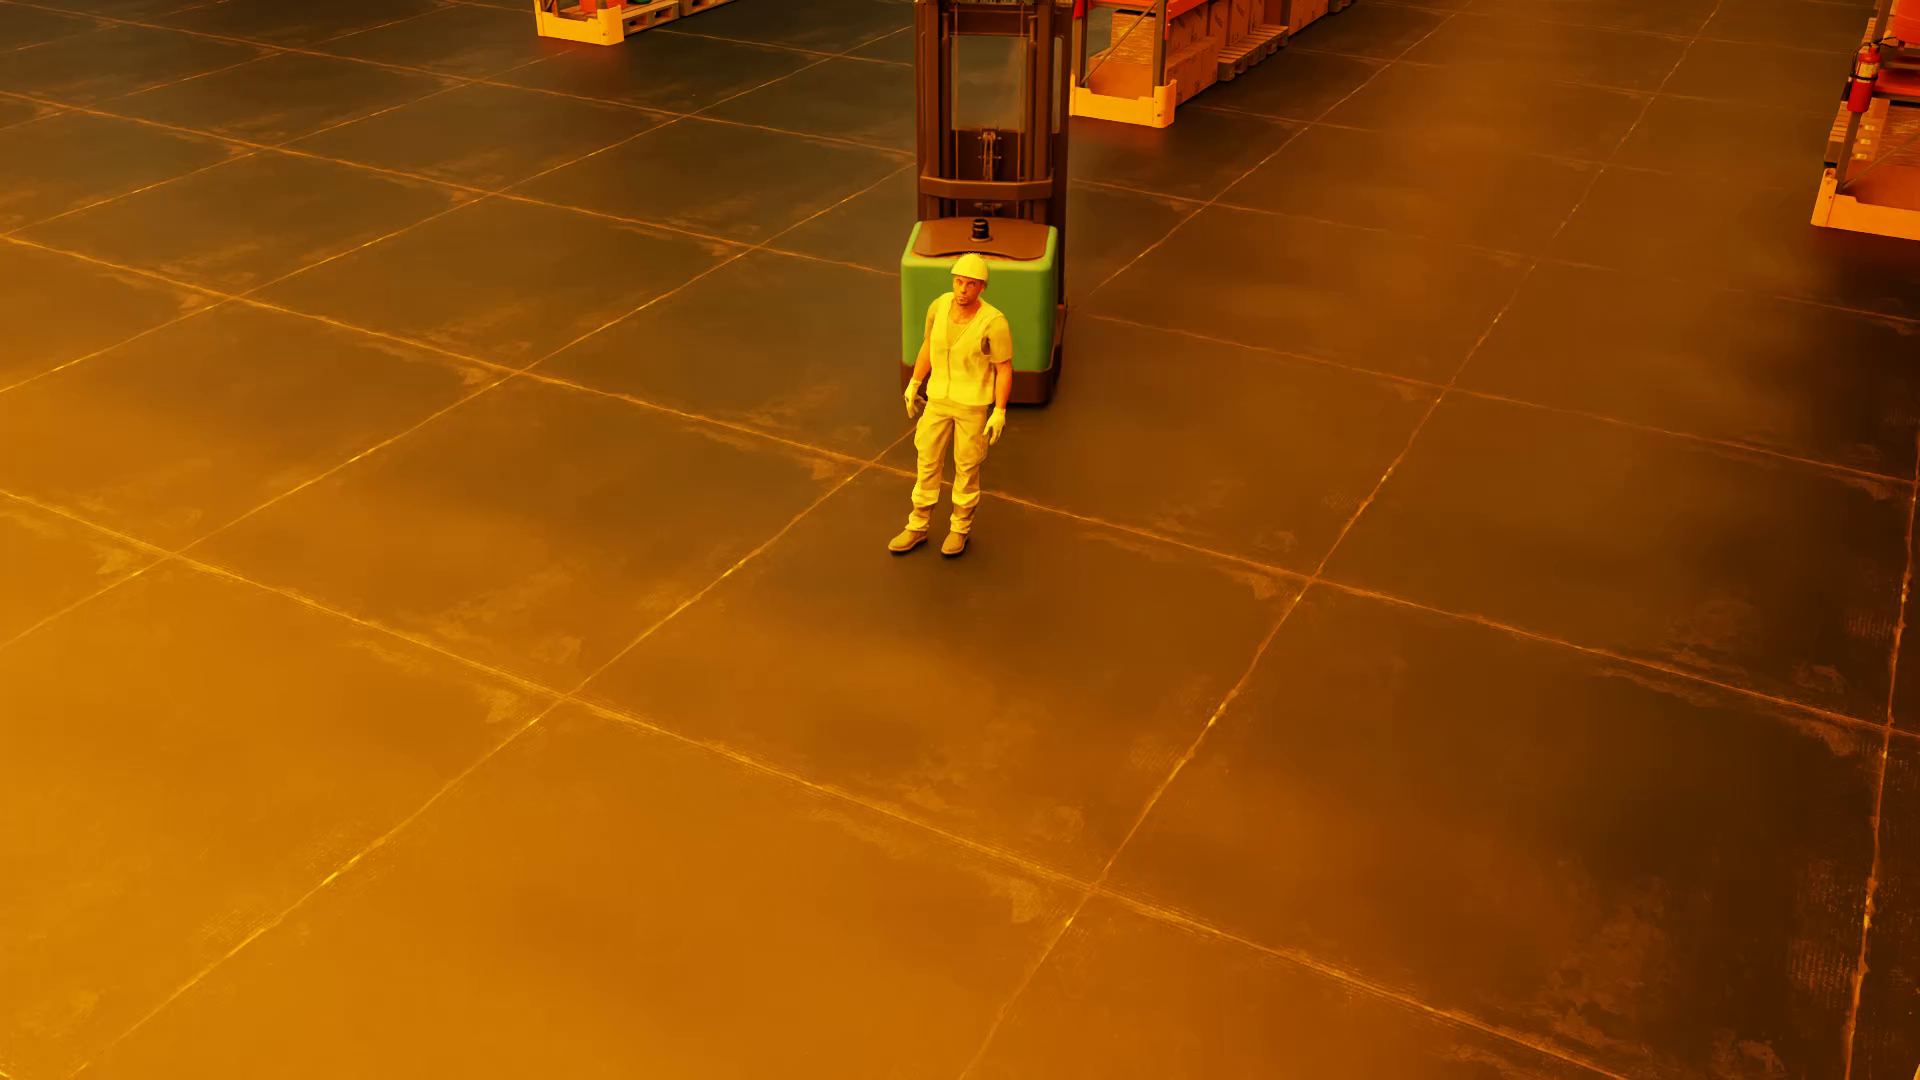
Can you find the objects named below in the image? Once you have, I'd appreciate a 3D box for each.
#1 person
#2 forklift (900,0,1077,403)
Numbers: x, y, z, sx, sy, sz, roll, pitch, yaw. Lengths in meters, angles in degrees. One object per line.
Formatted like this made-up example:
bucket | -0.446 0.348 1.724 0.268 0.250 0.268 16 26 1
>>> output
person | -0.050 -0.749 9.497 0.637 1.787 0.564 15 33 25
forklift | 0.258 -2.926 12.140 1.130 2.935 3.031 3 30 5
